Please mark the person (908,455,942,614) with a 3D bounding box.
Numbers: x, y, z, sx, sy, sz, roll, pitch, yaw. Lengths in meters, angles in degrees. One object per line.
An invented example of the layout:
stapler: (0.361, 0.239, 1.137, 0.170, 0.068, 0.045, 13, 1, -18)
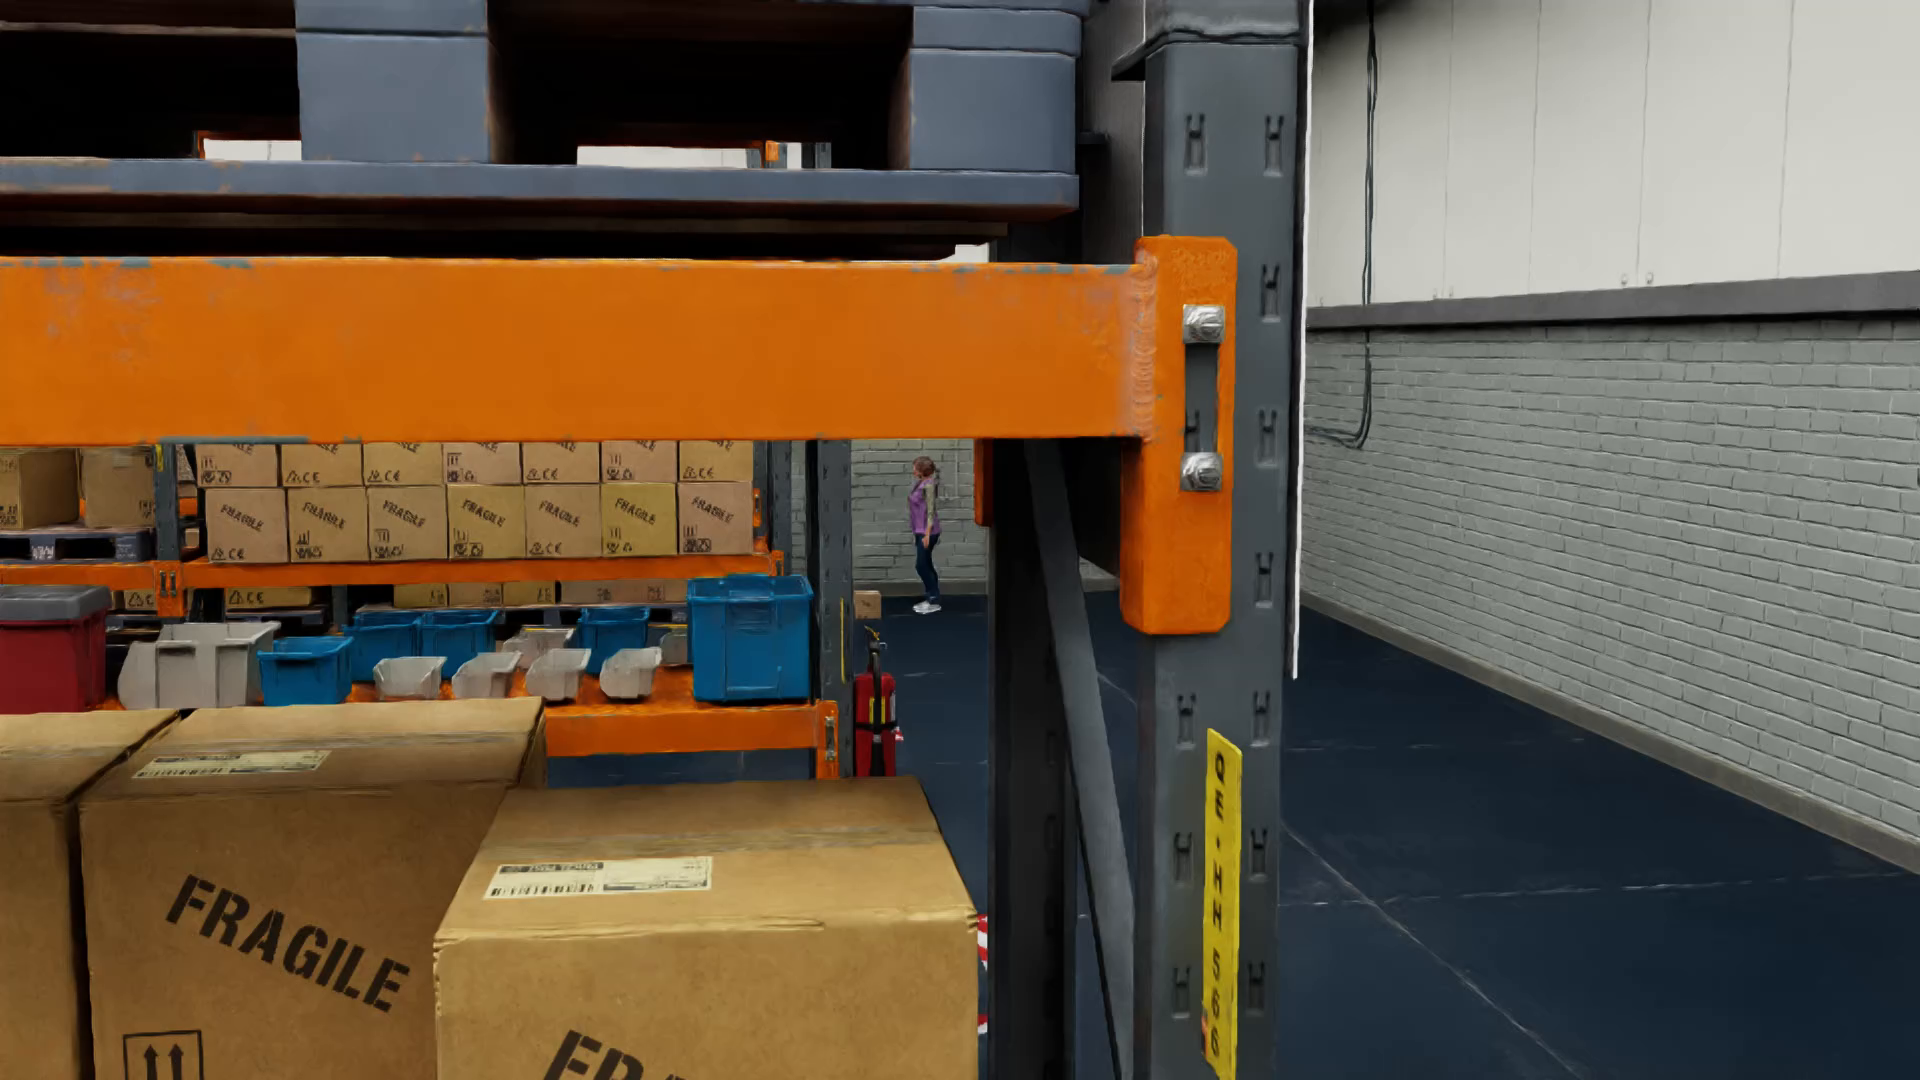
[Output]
person: (-0.335, -0.062, 16.877, 0.349, 1.594, 0.456, -2, 7, -15)
